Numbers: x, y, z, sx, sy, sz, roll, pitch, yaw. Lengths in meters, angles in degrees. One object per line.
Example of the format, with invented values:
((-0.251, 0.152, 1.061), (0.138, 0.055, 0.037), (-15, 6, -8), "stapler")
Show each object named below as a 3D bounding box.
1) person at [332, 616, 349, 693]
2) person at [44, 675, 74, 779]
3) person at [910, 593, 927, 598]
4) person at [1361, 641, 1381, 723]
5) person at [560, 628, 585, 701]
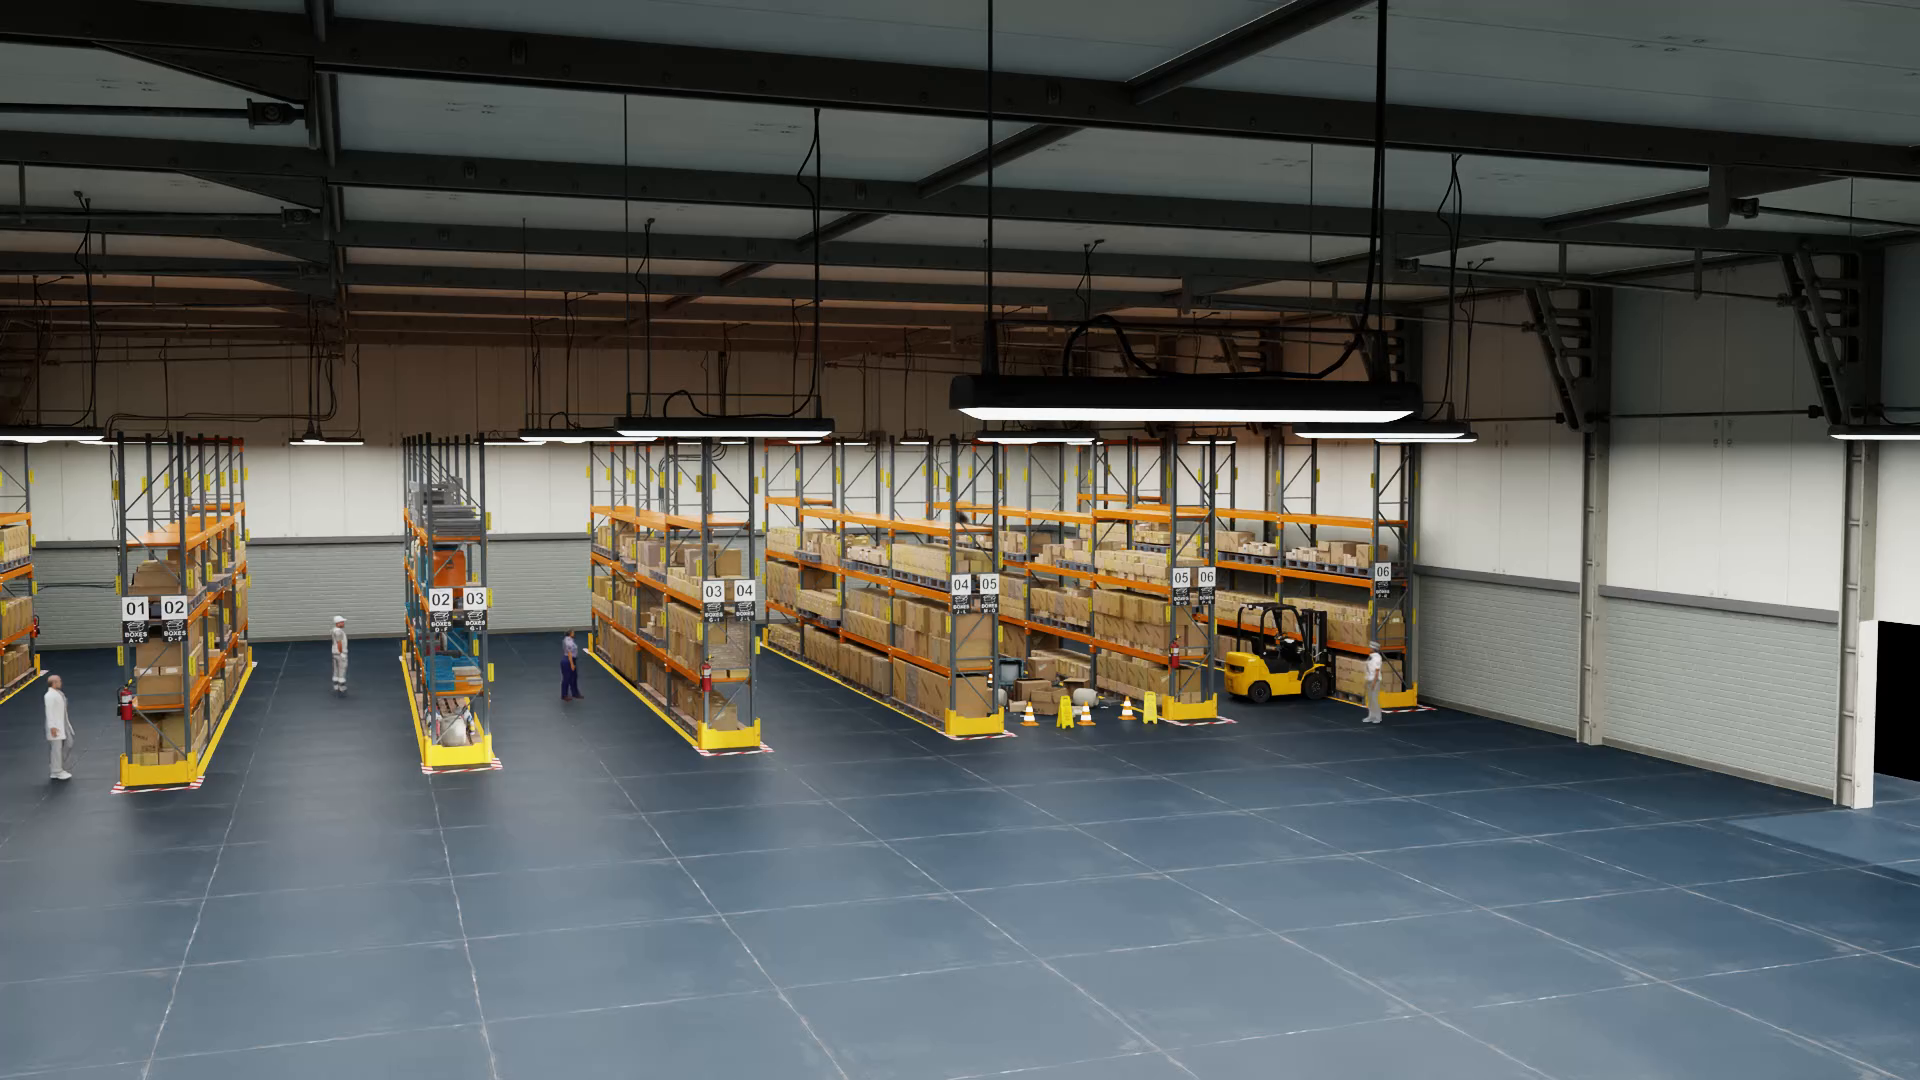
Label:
((-14.477, 2.670, 38.887), (0.407, 1.797, 0.553), (-3, 4, -44), "person")
((-15.697, 3.244, 28.902), (0.560, 1.805, 0.656), (0, 3, -2), "person")
((-1.109, 2.046, 46.715), (0.604, 1.766, 0.573), (0, 3, 0), "person")
((8.597, 2.958, 34.636), (0.366, 1.697, 0.529), (-1, 3, -16), "person")
((-8.823, 2.815, 37.831), (0.518, 1.643, 0.554), (0, 3, -6), "person")
